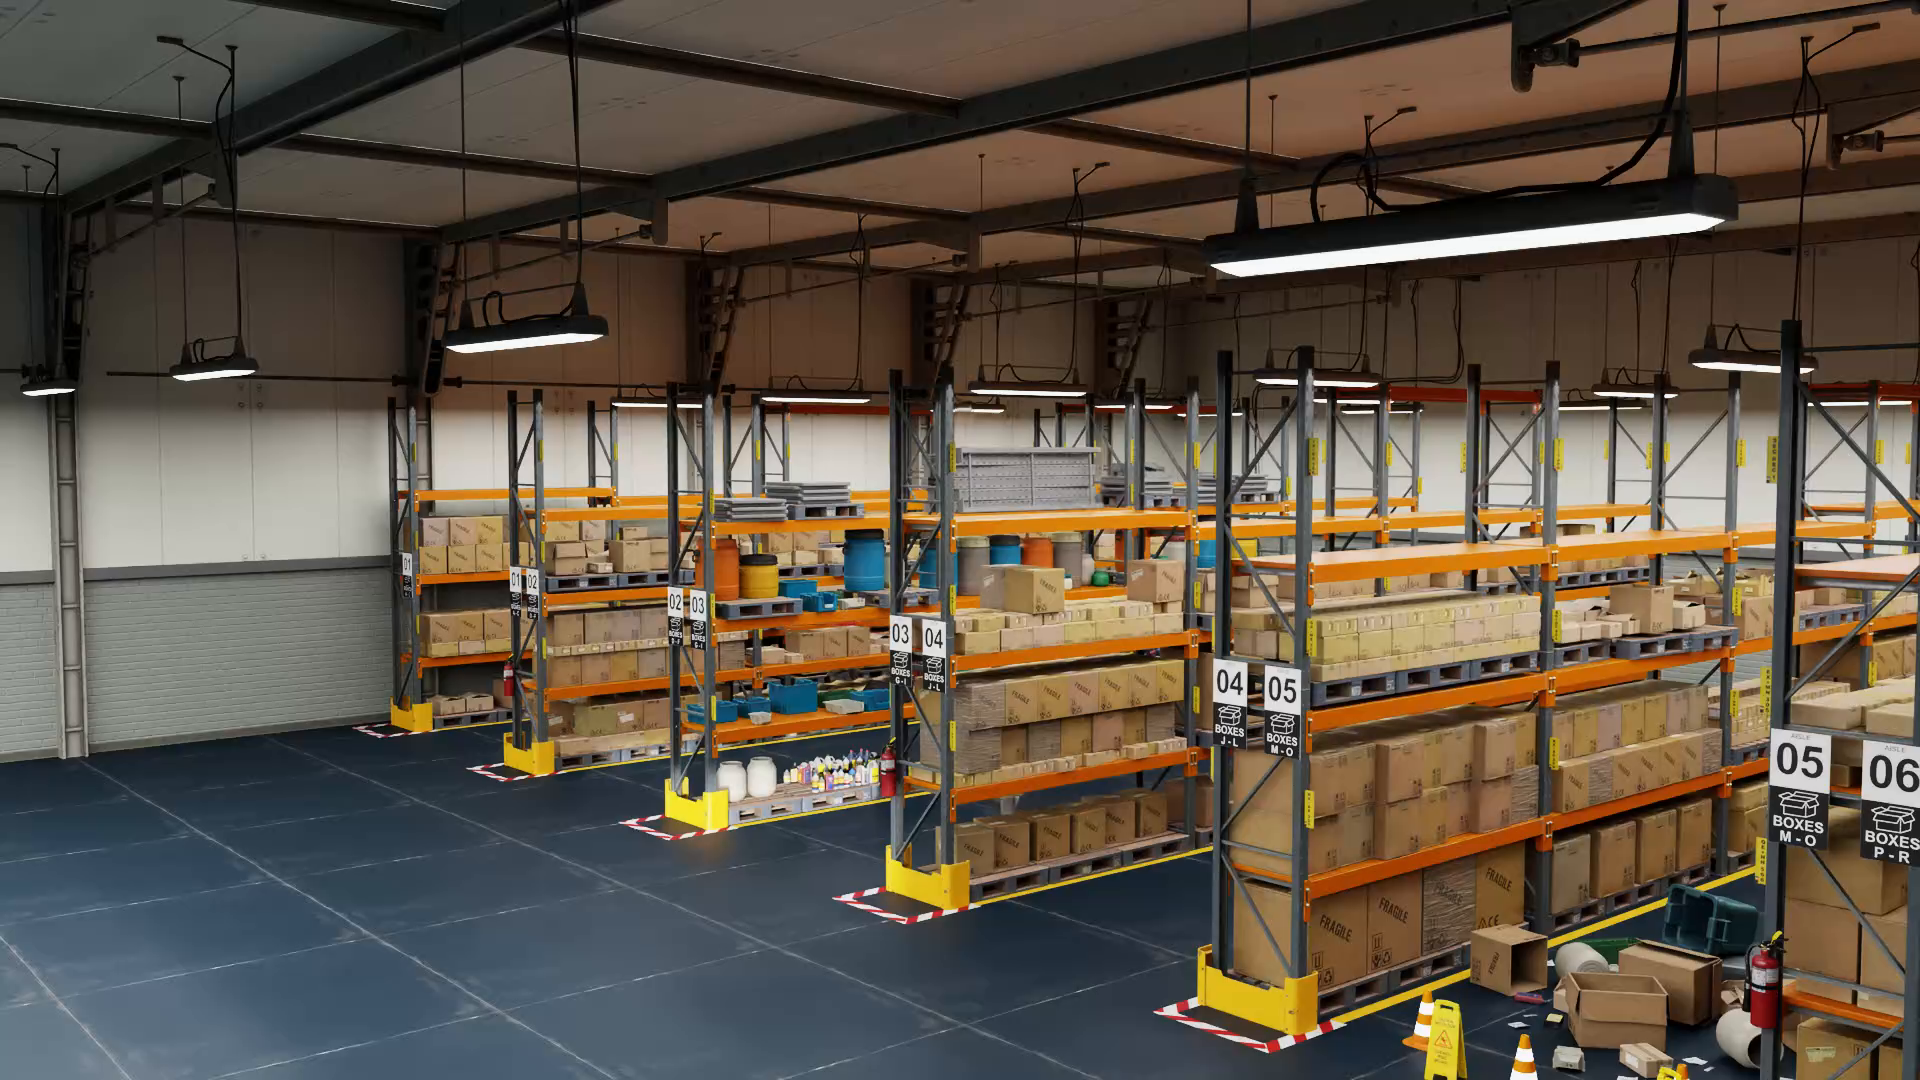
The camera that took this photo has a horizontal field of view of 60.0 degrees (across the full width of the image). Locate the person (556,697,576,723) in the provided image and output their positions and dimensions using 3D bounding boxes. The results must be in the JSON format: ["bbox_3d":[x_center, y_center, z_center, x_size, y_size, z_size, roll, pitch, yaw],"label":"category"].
[{"bbox_3d":[-6.723,2.634,28.660,0.674,1.768,0.756,2,4,31],"label":"person"}]

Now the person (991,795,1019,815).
[{"bbox_3d":[0.605,3.004,22.152,0.668,1.747,0.698,-3,4,-37],"label":"person"}]

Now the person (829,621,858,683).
[{"bbox_3d":[-2.344,2.144,33.207,0.642,1.826,0.799,2,4,36],"label":"person"}]
